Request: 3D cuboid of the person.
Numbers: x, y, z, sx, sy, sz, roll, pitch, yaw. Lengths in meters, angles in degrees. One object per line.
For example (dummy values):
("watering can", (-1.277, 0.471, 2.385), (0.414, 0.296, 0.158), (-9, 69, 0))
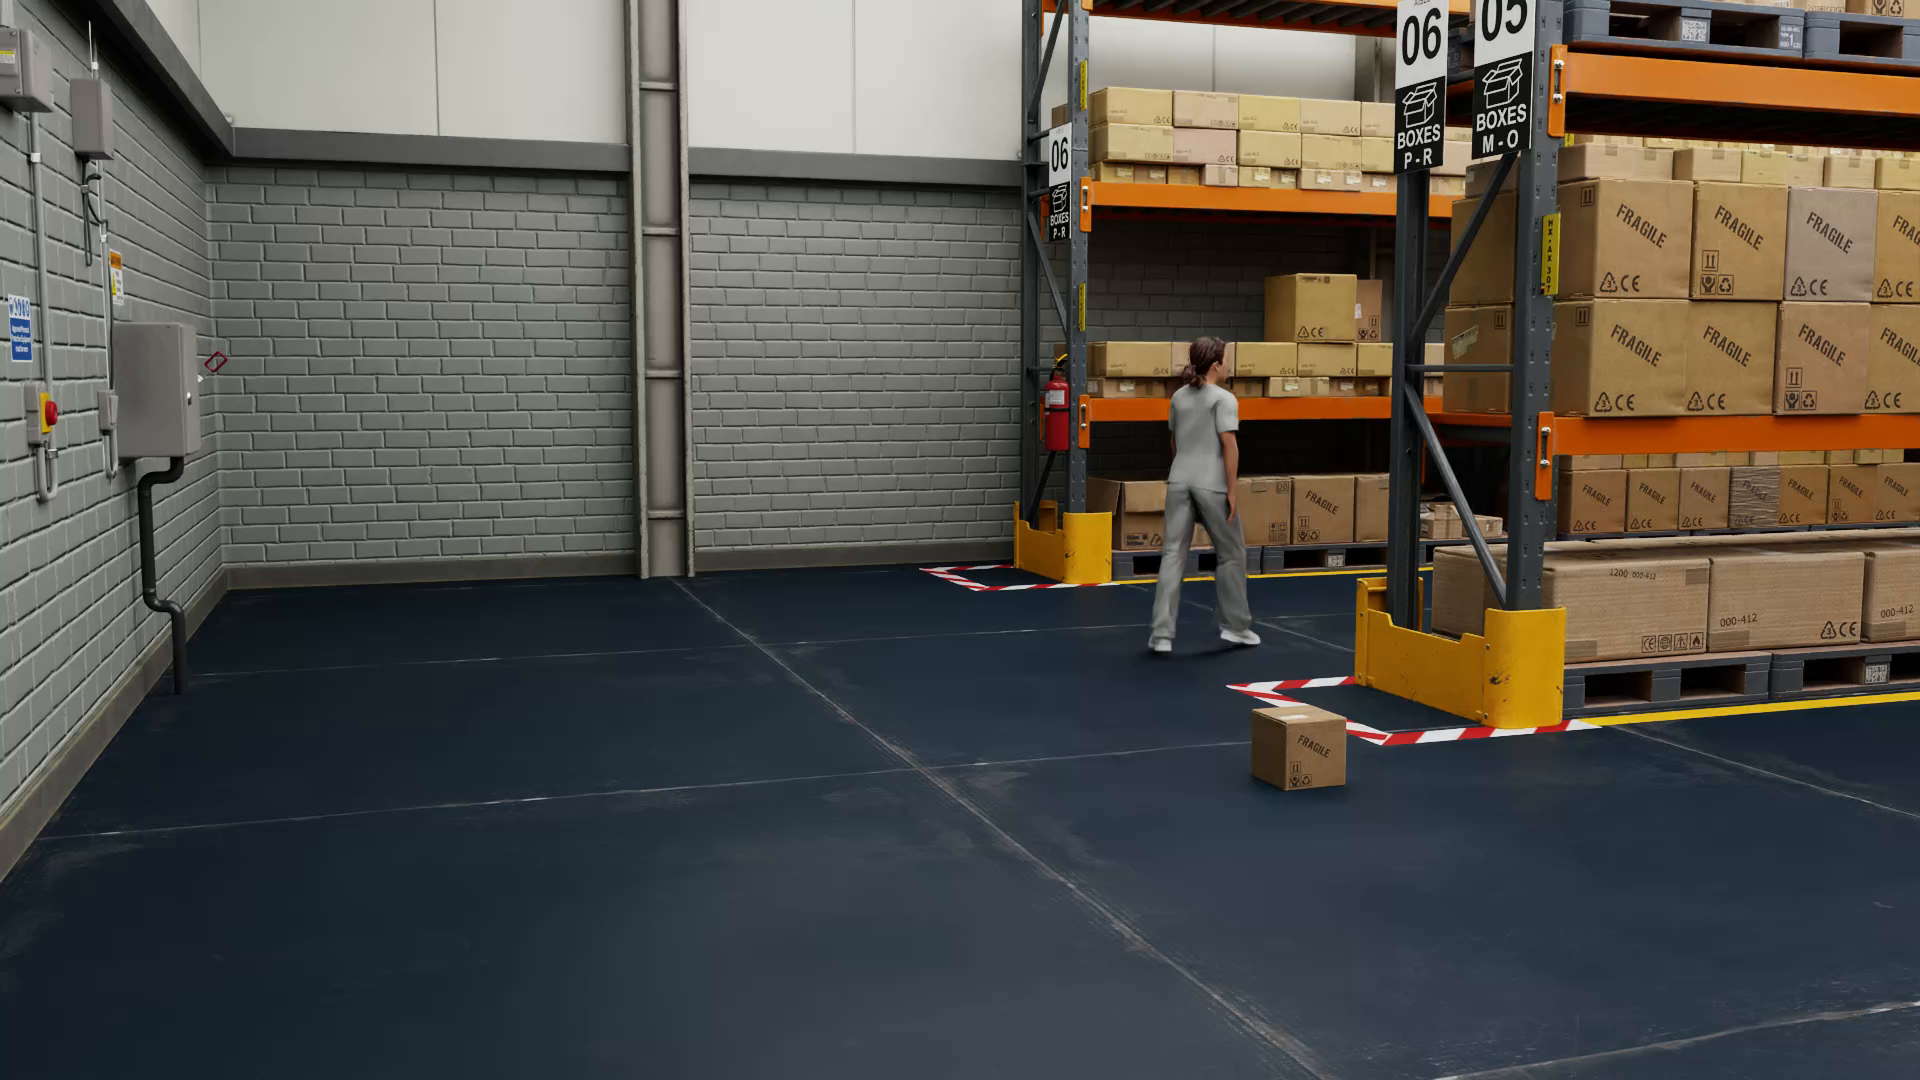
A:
("person", (1.309, -0.241, 8.823), (0.496, 1.665, 0.759), (4, 7, 35))
